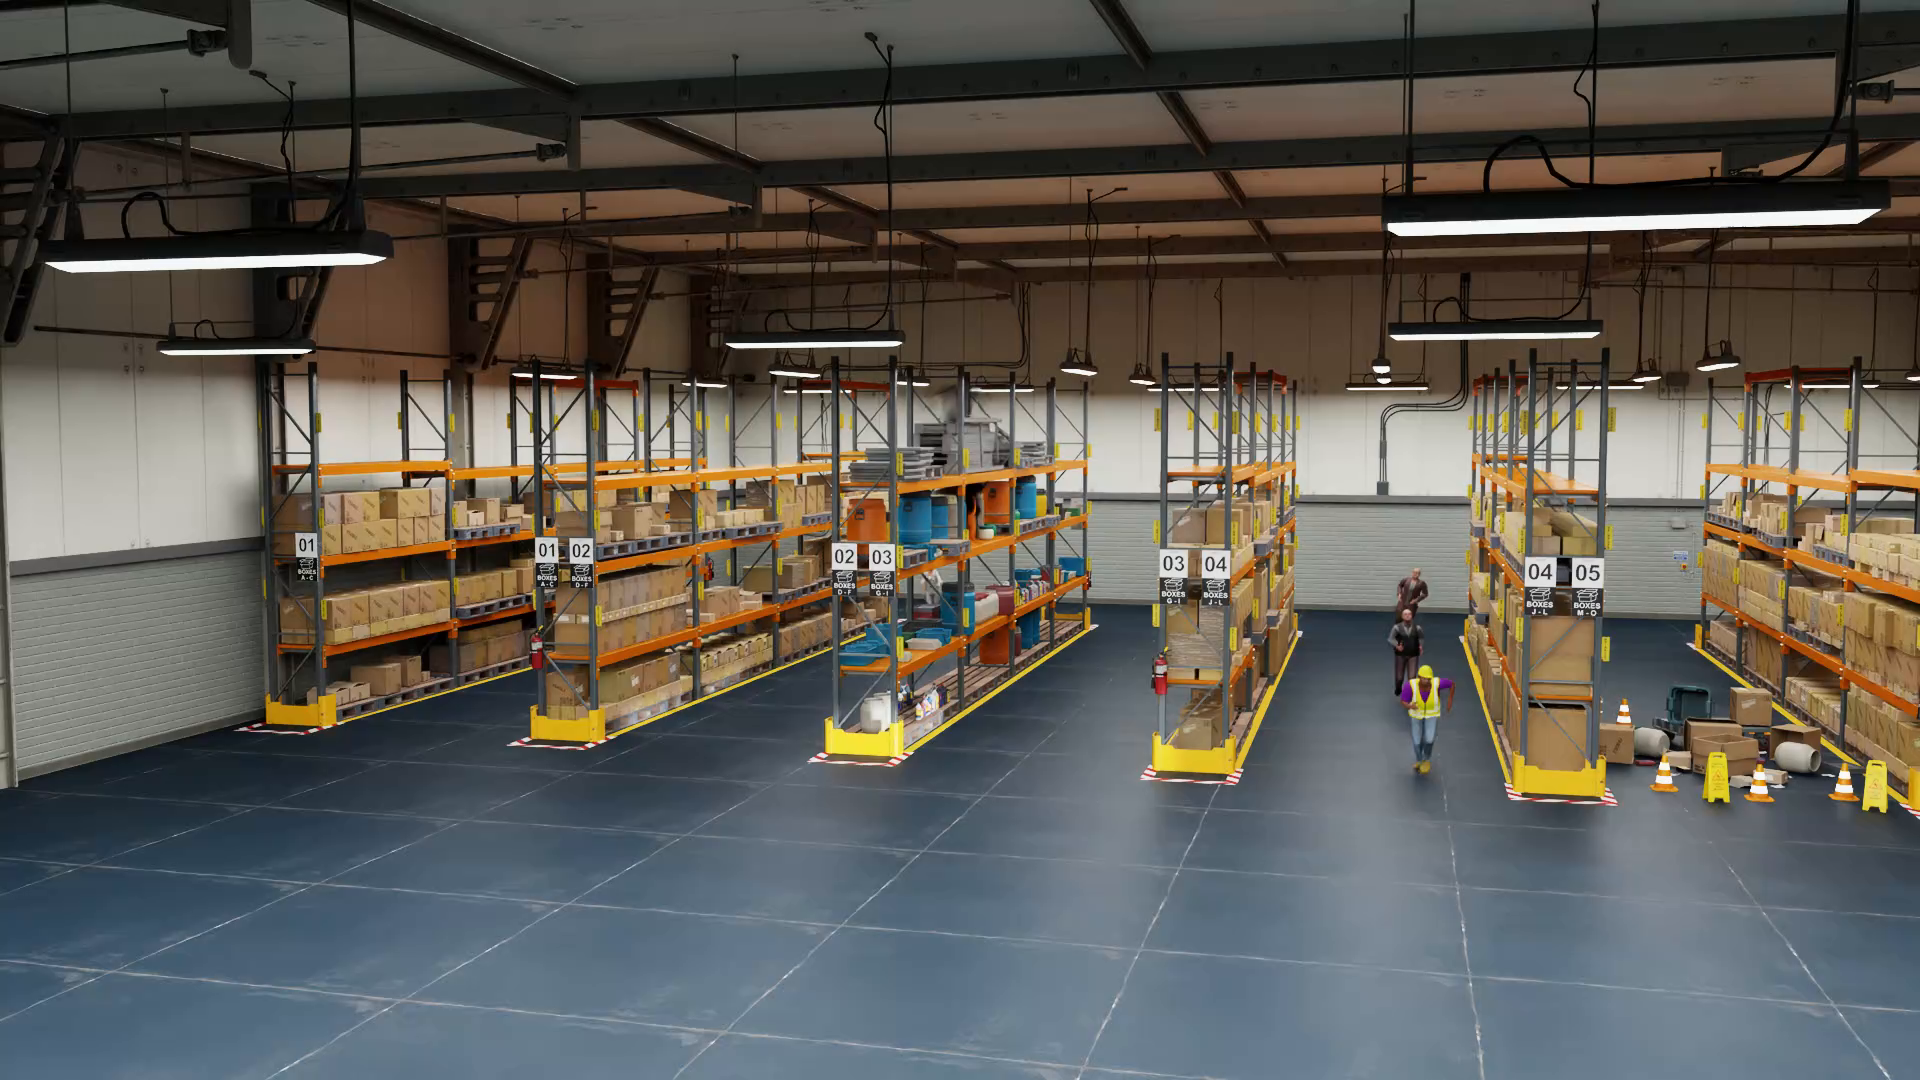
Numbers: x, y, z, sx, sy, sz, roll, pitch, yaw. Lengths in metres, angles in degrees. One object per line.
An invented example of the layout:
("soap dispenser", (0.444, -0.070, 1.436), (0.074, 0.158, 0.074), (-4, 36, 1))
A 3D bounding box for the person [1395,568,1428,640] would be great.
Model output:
("person", (10.322, 1.476, 38.083), (0.763, 1.687, 0.588), (2, 5, 28))

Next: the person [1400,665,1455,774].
("person", (6.626, 2.537, 23.591), (0.740, 1.604, 0.931), (1, 4, 14))

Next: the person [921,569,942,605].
("person", (-0.706, 1.382, 40.943), (0.548, 1.505, 0.748), (0, 4, 7))

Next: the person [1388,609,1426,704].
("person", (7.975, 2.077, 29.640), (0.669, 1.681, 0.728), (1, 4, 9))
